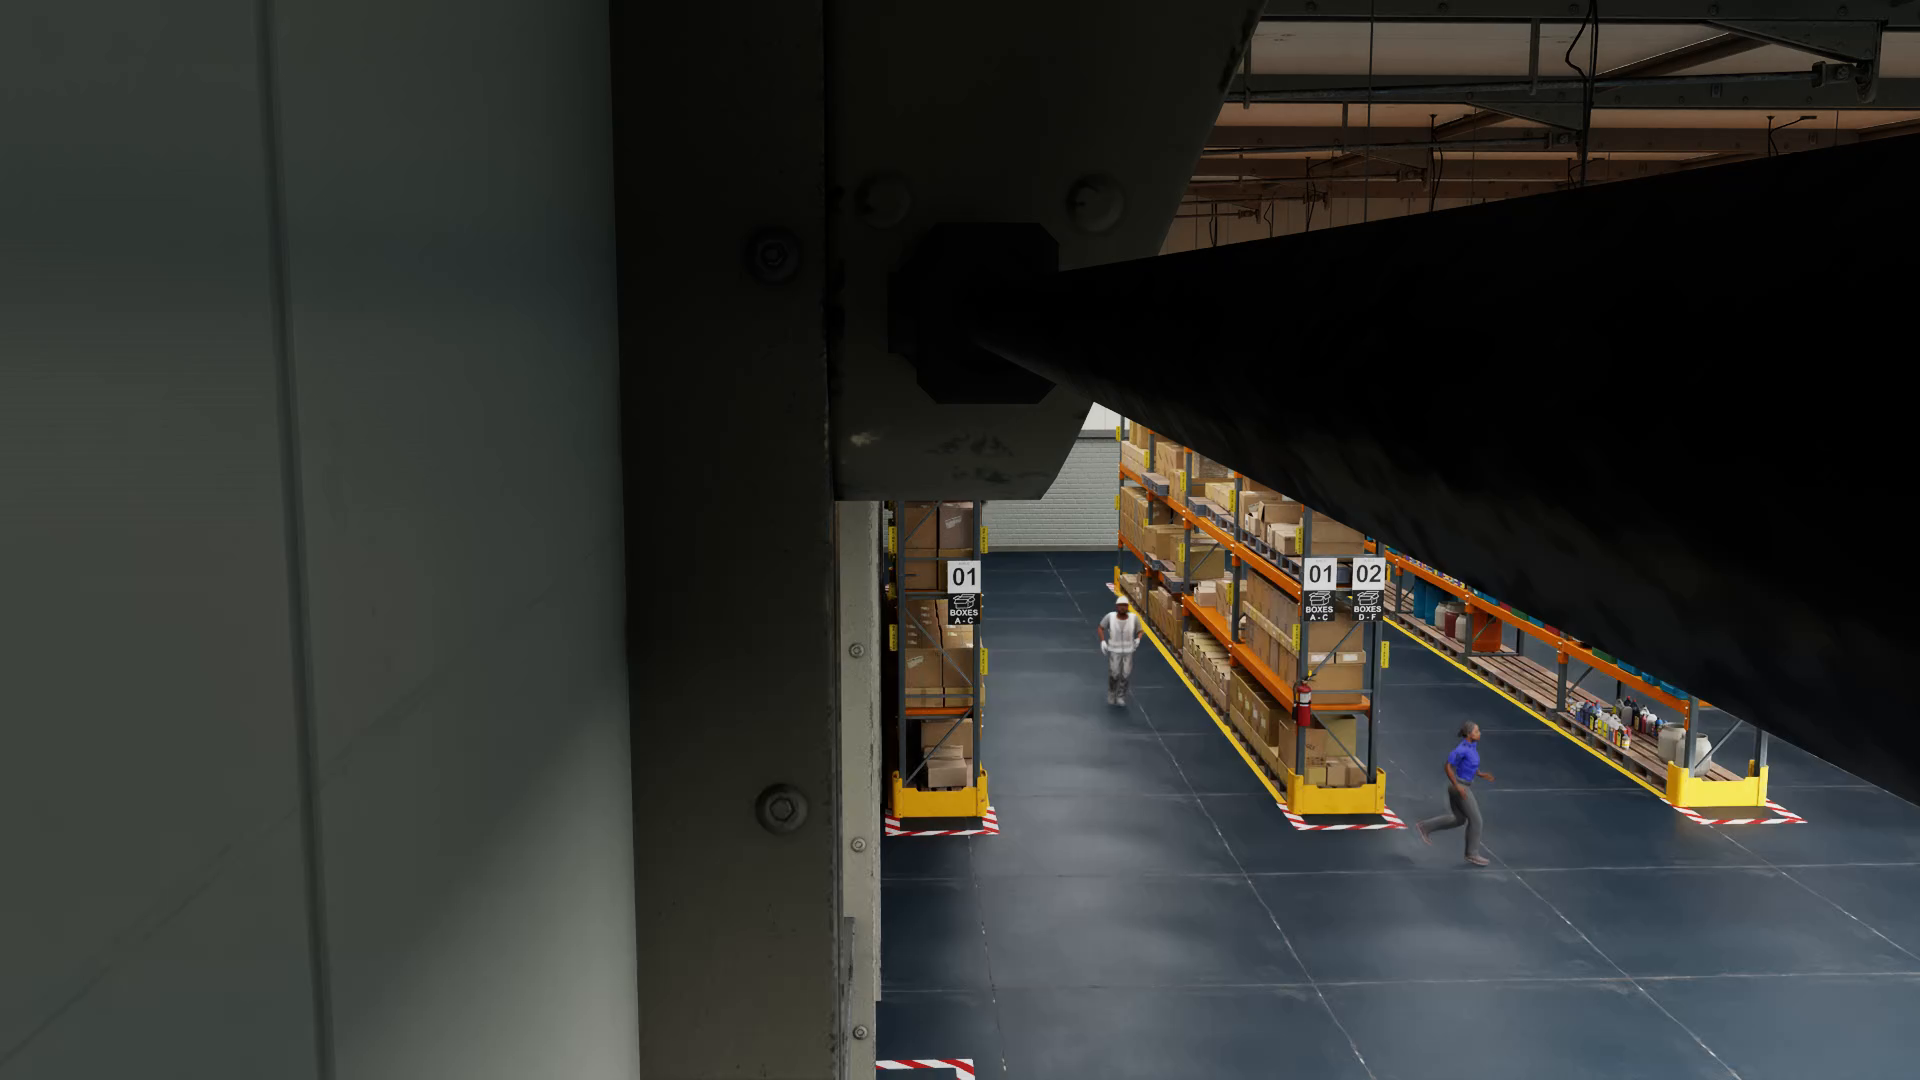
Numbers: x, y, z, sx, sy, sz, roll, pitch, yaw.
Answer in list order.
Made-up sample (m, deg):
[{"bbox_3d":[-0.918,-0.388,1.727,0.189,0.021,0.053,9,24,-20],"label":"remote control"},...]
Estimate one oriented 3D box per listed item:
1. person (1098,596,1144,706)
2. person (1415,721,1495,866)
[{"bbox_3d":[2.524,1.743,25.866,0.684,1.746,0.616,0,8,-3],"label":"person"},{"bbox_3d":[5.599,2.835,18.828,0.850,1.635,0.557,3,9,22],"label":"person"}]
